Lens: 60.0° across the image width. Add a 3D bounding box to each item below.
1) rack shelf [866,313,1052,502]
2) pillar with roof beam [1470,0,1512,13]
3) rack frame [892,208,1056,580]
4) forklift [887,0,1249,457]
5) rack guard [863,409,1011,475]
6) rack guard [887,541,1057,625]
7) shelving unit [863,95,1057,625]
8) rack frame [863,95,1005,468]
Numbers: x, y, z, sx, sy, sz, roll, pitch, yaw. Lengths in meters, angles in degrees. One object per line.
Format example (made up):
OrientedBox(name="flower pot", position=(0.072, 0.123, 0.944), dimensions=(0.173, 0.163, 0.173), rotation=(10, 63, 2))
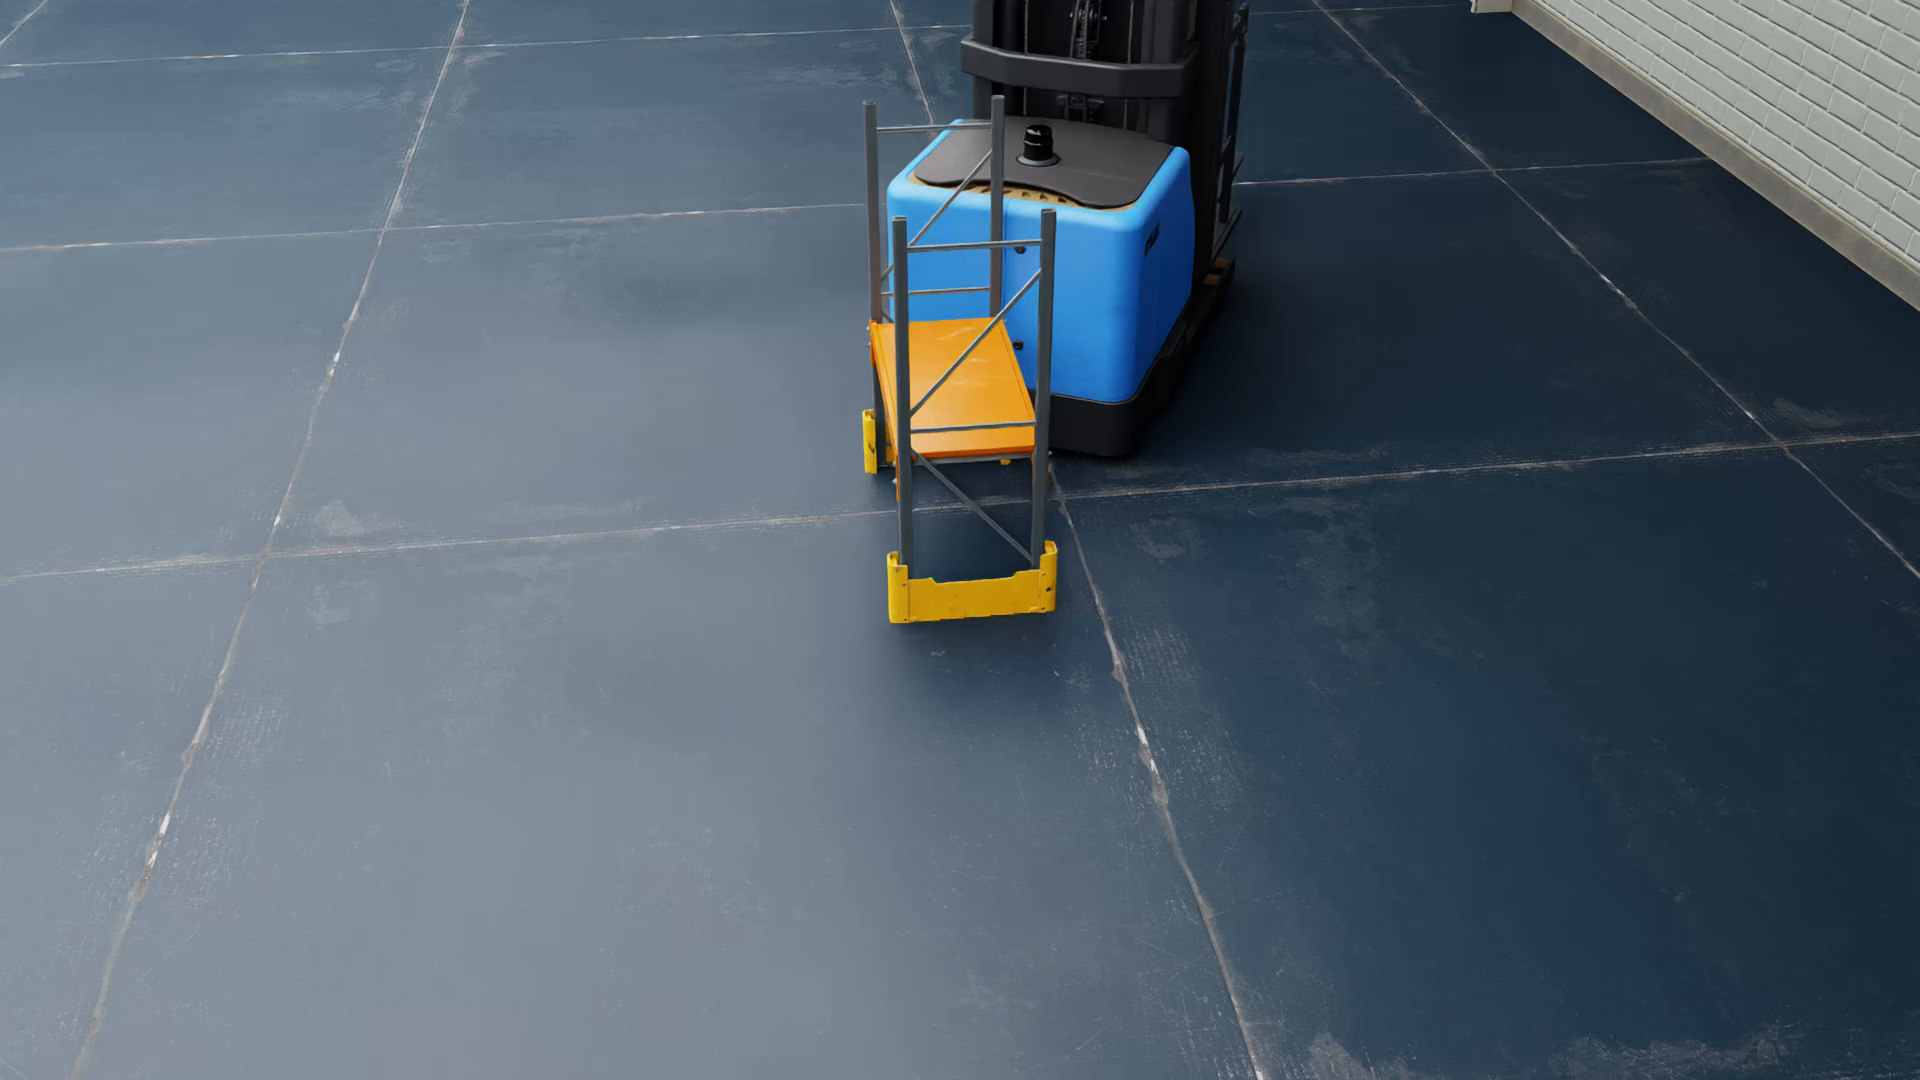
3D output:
OrientedBox(name="rack shelf", position=(-0.024, -0.502, 5.974), dimensions=(0.538, 0.185, 1.000), rotation=(-4, 35, -6))
OrientedBox(name="pillar with roof beam", position=(-0.530, -7.219, 8.852), dimensions=(9.100, 9.000, 0.400), rotation=(-4, 35, -6))
OrientedBox(name="rack frame", position=(0.043, -0.367, 5.457), dimensions=(0.500, 1.500, 0.032), rotation=(-4, 35, -6))
OrientedBox(name="forklift", position=(0.683, -2.368, 7.121), dimensions=(1.130, 2.935, 3.031), rotation=(12, 36, 16))
OrientedBox(name="rack guard", position=(-0.089, -0.407, 6.626), dimensions=(0.587, 0.250, 0.087), rotation=(-4, 35, -6))
OrientedBox(name="rack guard", position=(0.043, 0.149, 5.810), dimensions=(0.587, 0.250, 0.087), rotation=(-4, 35, -6))
OrientedBox(name="shelving unit", position=(-0.023, -0.646, 5.866), dimensions=(0.587, 1.500, 1.083), rotation=(-4, 35, -6))
OrientedBox(name="rack frame", position=(-0.091, -0.934, 6.289), dimensions=(0.500, 1.500, 0.032), rotation=(-4, 35, -6))
